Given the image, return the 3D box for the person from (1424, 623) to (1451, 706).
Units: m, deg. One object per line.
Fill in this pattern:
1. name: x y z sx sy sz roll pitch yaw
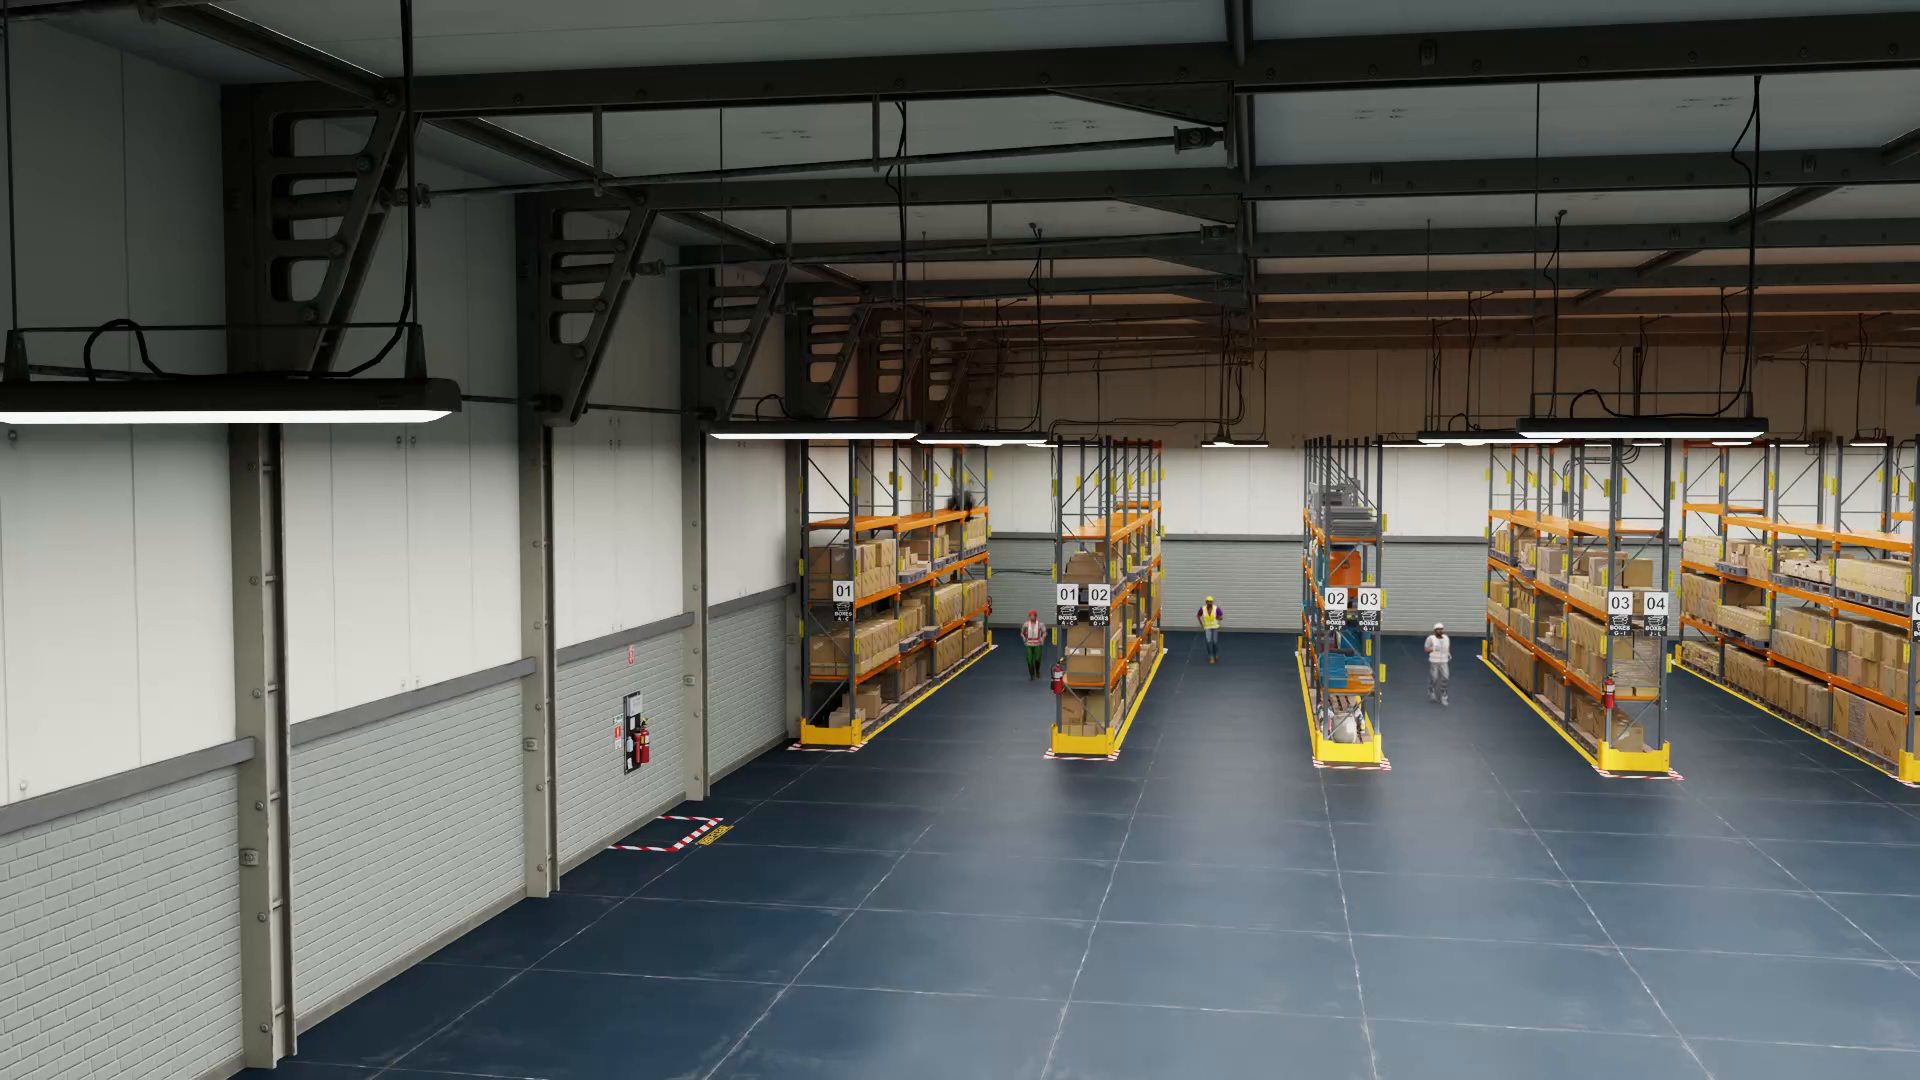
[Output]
1. person: 10.793 2.792 37.518 0.660 1.838 0.765 0 3 0

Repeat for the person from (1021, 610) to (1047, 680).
1. person: 1.809 2.607 41.040 0.648 1.740 0.596 0 3 6

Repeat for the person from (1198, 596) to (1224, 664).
1. person: 6.762 2.420 44.848 0.695 1.815 0.780 0 3 6
